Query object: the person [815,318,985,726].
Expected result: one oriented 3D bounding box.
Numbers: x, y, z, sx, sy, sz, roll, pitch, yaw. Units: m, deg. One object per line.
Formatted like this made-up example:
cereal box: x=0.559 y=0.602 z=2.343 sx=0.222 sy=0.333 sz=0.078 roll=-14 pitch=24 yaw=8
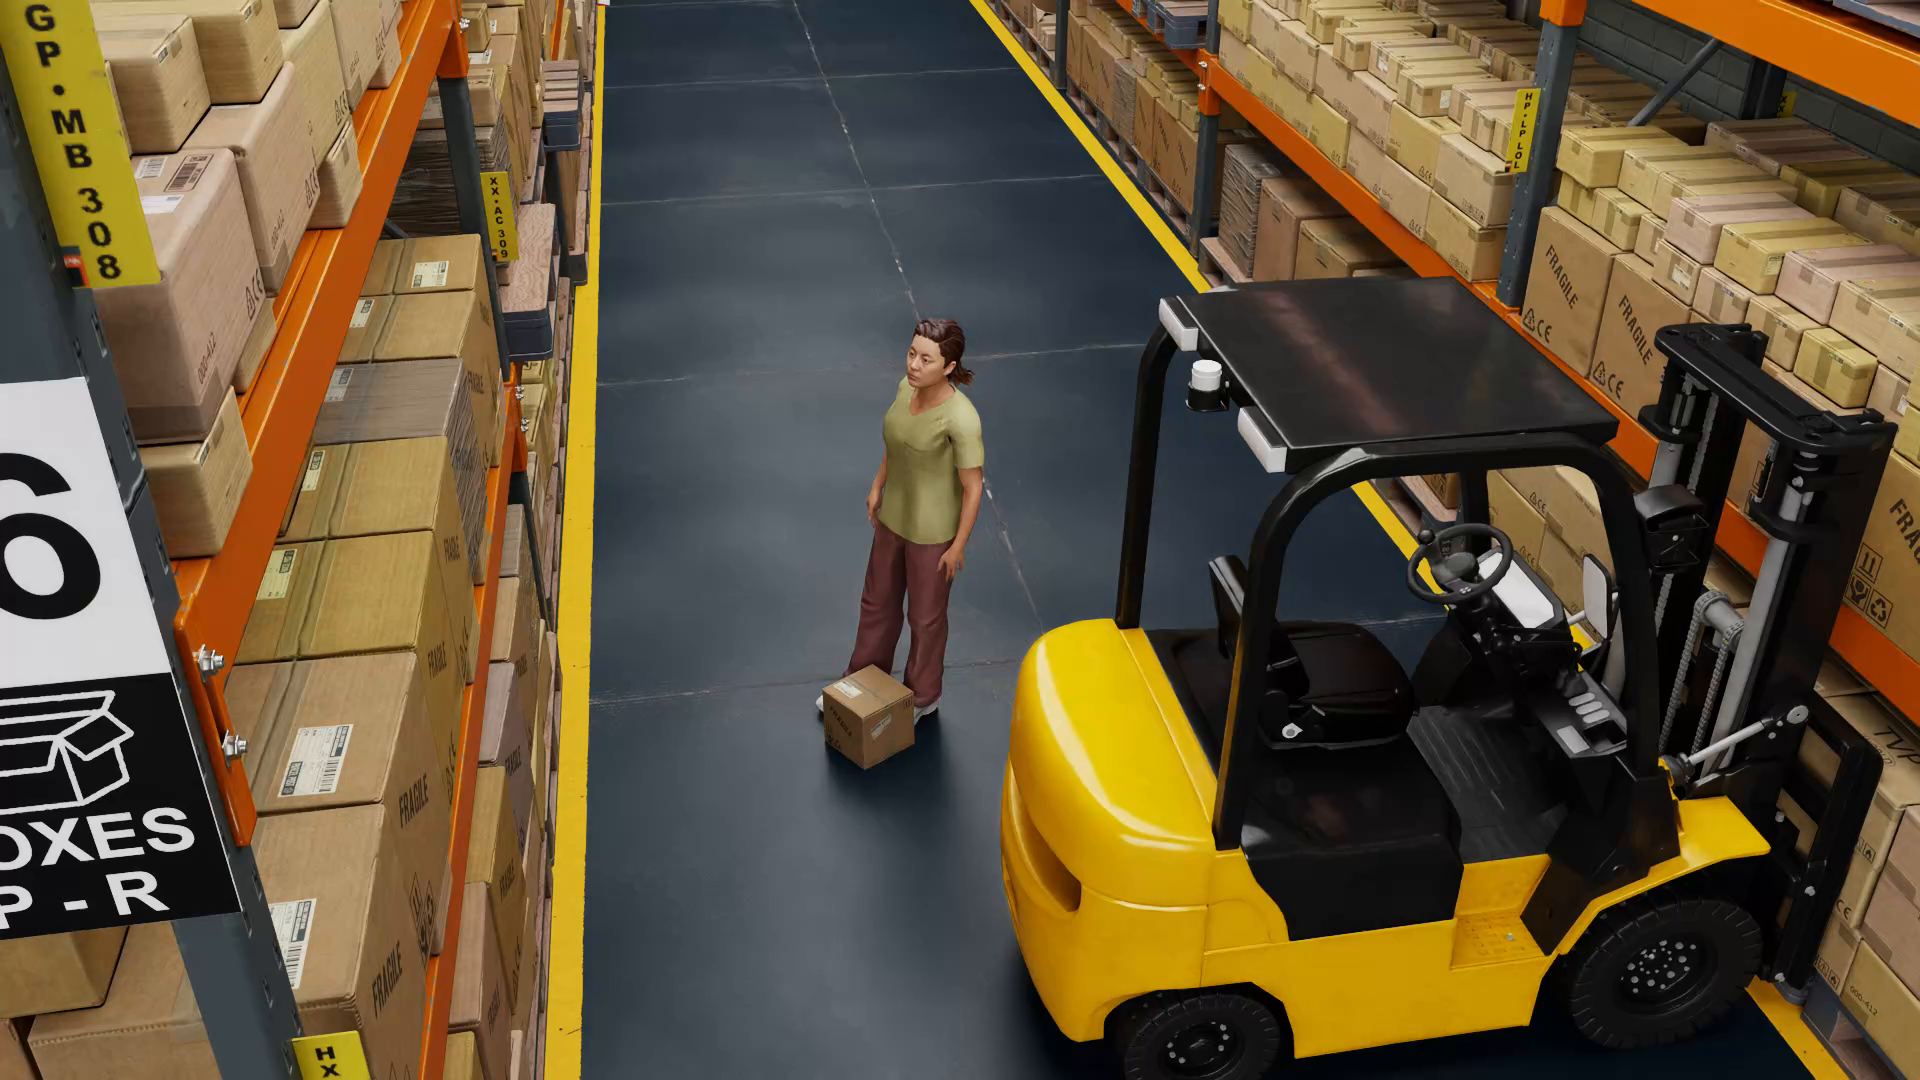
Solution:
person: x=-0.205 y=-0.022 z=6.161 sx=0.549 sy=1.667 sz=0.554 roll=-23 pitch=38 yaw=-33
